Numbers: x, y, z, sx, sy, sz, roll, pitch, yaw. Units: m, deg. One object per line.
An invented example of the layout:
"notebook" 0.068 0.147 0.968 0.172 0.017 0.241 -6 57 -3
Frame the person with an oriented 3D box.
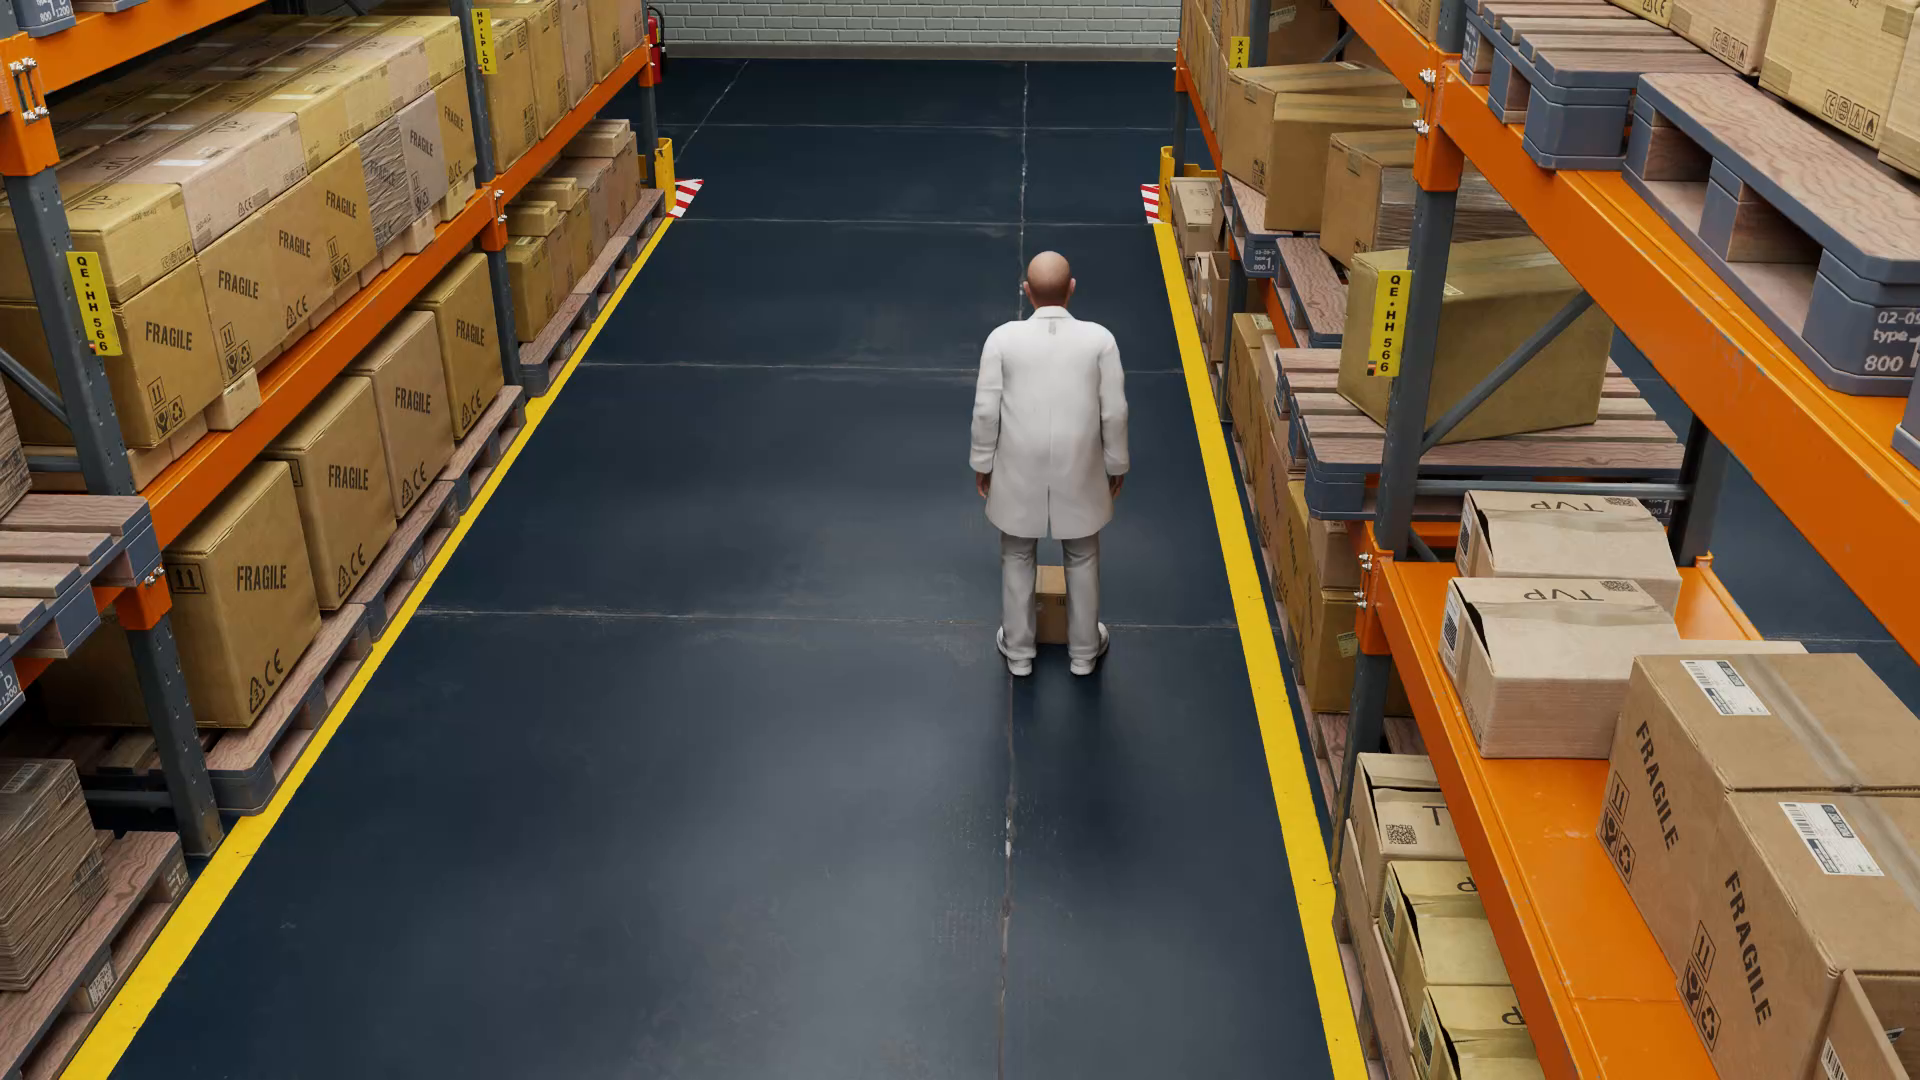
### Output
"person" 0.360 -0.283 6.678 0.643 1.773 0.427 1 28 2
